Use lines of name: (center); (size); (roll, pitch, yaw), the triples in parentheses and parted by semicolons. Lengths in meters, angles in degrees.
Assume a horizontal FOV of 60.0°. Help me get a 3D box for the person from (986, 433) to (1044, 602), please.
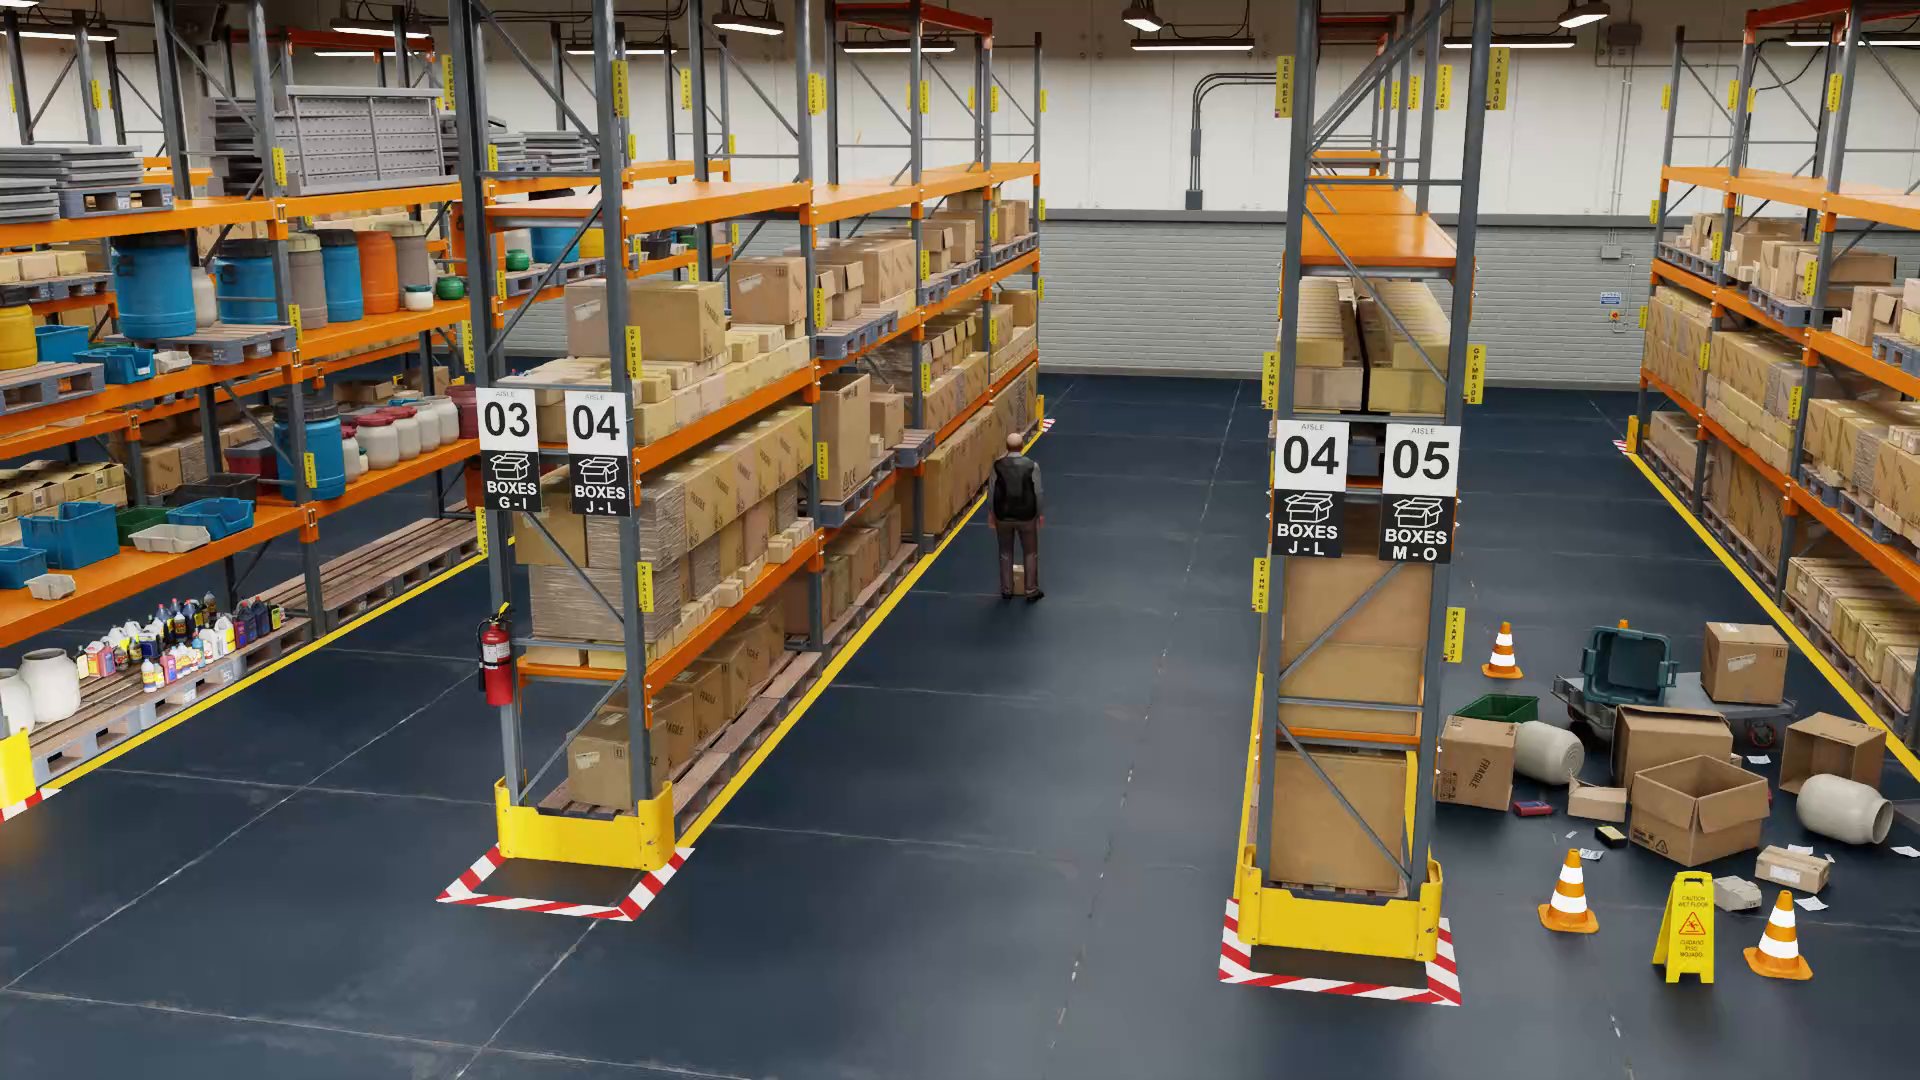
person: (0.569, -0.182, 16.968); (0.591, 1.616, 0.473); (2, 15, 8)
